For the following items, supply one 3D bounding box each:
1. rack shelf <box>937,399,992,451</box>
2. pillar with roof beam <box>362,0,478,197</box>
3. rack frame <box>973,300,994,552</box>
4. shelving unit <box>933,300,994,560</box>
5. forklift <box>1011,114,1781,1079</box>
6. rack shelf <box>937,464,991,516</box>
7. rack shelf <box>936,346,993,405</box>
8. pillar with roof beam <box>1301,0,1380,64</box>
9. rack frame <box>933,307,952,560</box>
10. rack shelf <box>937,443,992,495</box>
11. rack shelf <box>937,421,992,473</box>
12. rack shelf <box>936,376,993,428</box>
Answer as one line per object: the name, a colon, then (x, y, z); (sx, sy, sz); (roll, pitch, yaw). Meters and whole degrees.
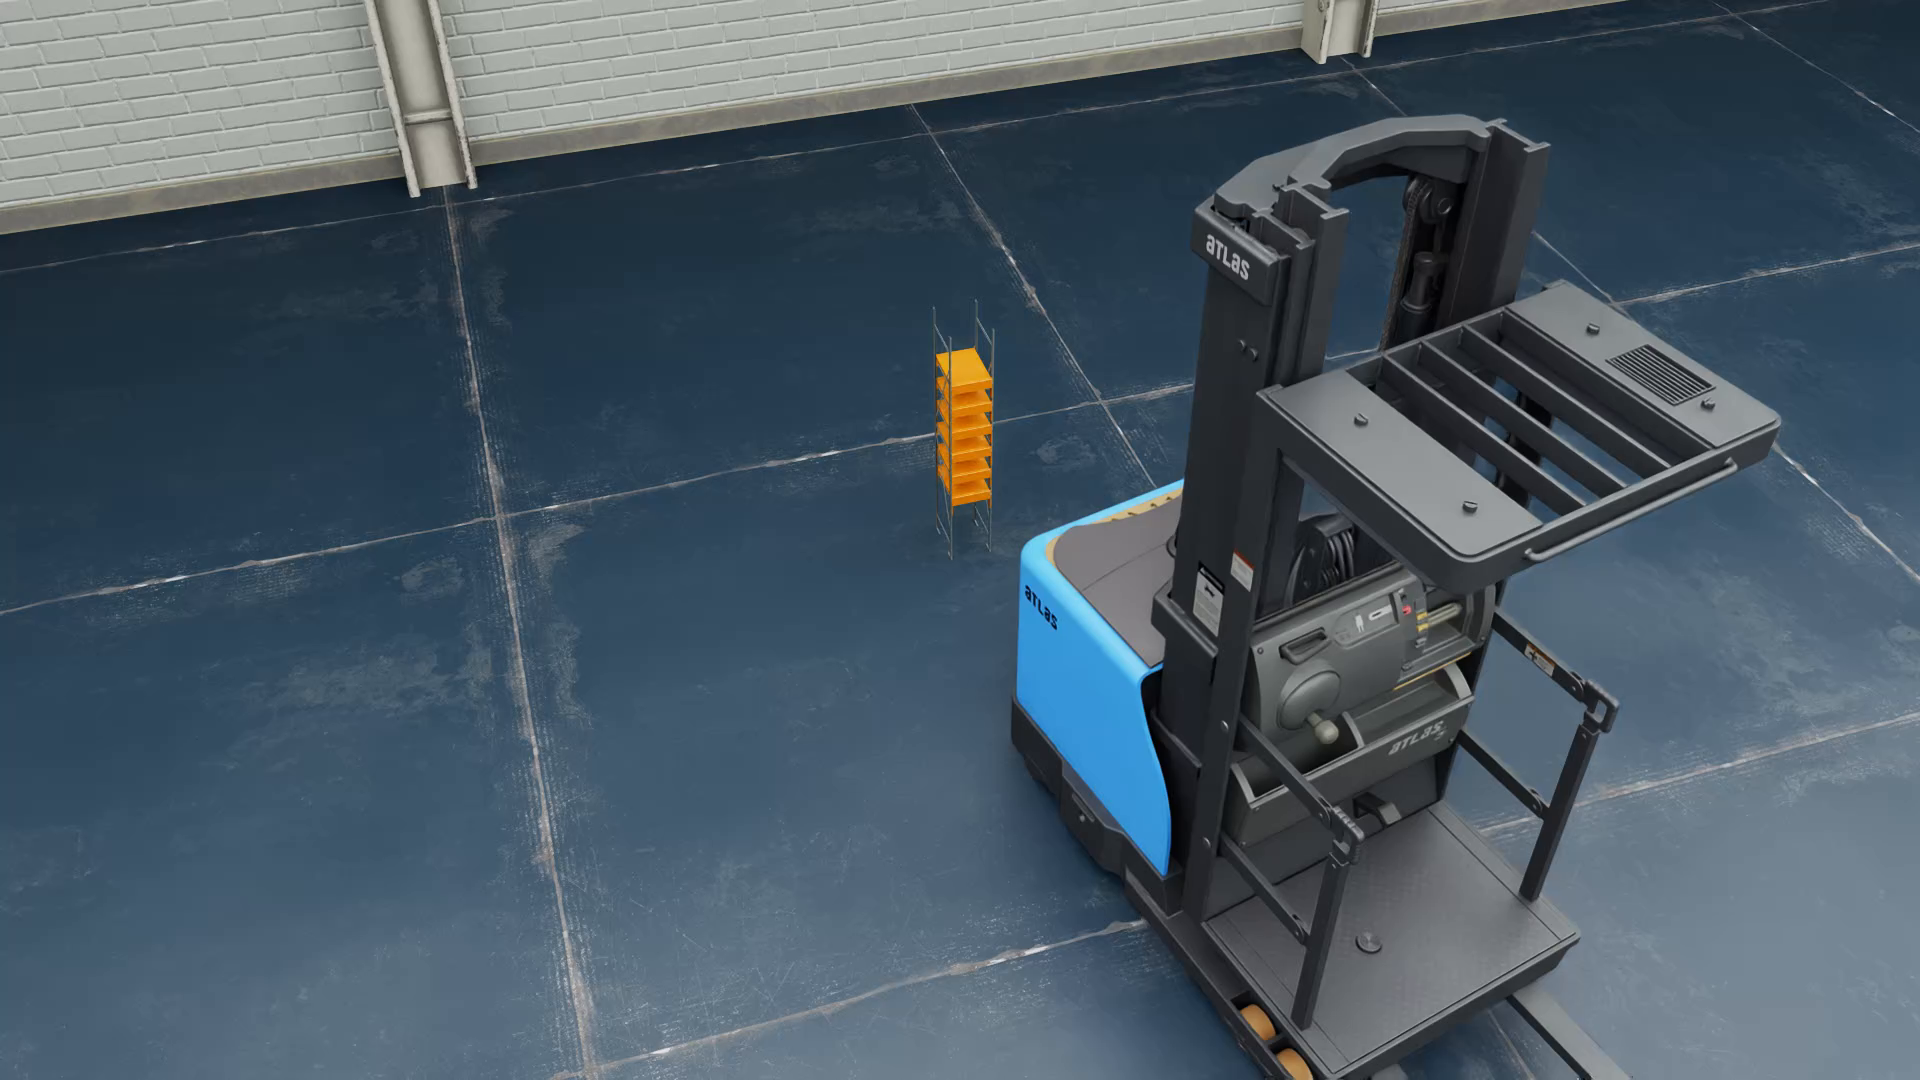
rack shelf: (0.014, -0.512, 7.158); (0.180, 0.103, 0.258); (-12, 42, -13)
pillar with roof beam: (-1.850, -2.872, 4.047); (0.400, 9.000, 9.100); (-12, 42, -13)
rack frame: (0.101, -0.473, 7.229); (0.006, 1.200, 0.240); (-12, 42, -13)
shelving unit: (0.014, -0.455, 7.208); (0.189, 1.200, 0.258); (-12, 42, -13)
forklift: (1.376, 0.390, 4.925); (1.130, 2.935, 3.031); (-21, 45, -22)
rack shelf: (0.014, -0.241, 7.395); (0.180, 0.103, 0.258); (-12, 42, -13)
rack shelf: (0.014, -0.692, 7.000); (0.180, 0.103, 0.258); (-12, 42, -13)
pillar with roof beam: (3.873, -4.058, 5.405); (0.400, 9.000, 9.100); (-12, 42, -13)
rack frame: (-0.073, -0.437, 7.187); (0.006, 1.200, 0.240); (-12, 42, -13)
rack shelf: (0.014, -0.331, 7.316); (0.180, 0.103, 0.258); (-12, 42, -13)
rack shelf: (0.014, -0.421, 7.237); (0.180, 0.103, 0.258); (-12, 42, -13)
rack shelf: (0.014, -0.602, 7.079); (0.180, 0.103, 0.258); (-12, 42, -13)
